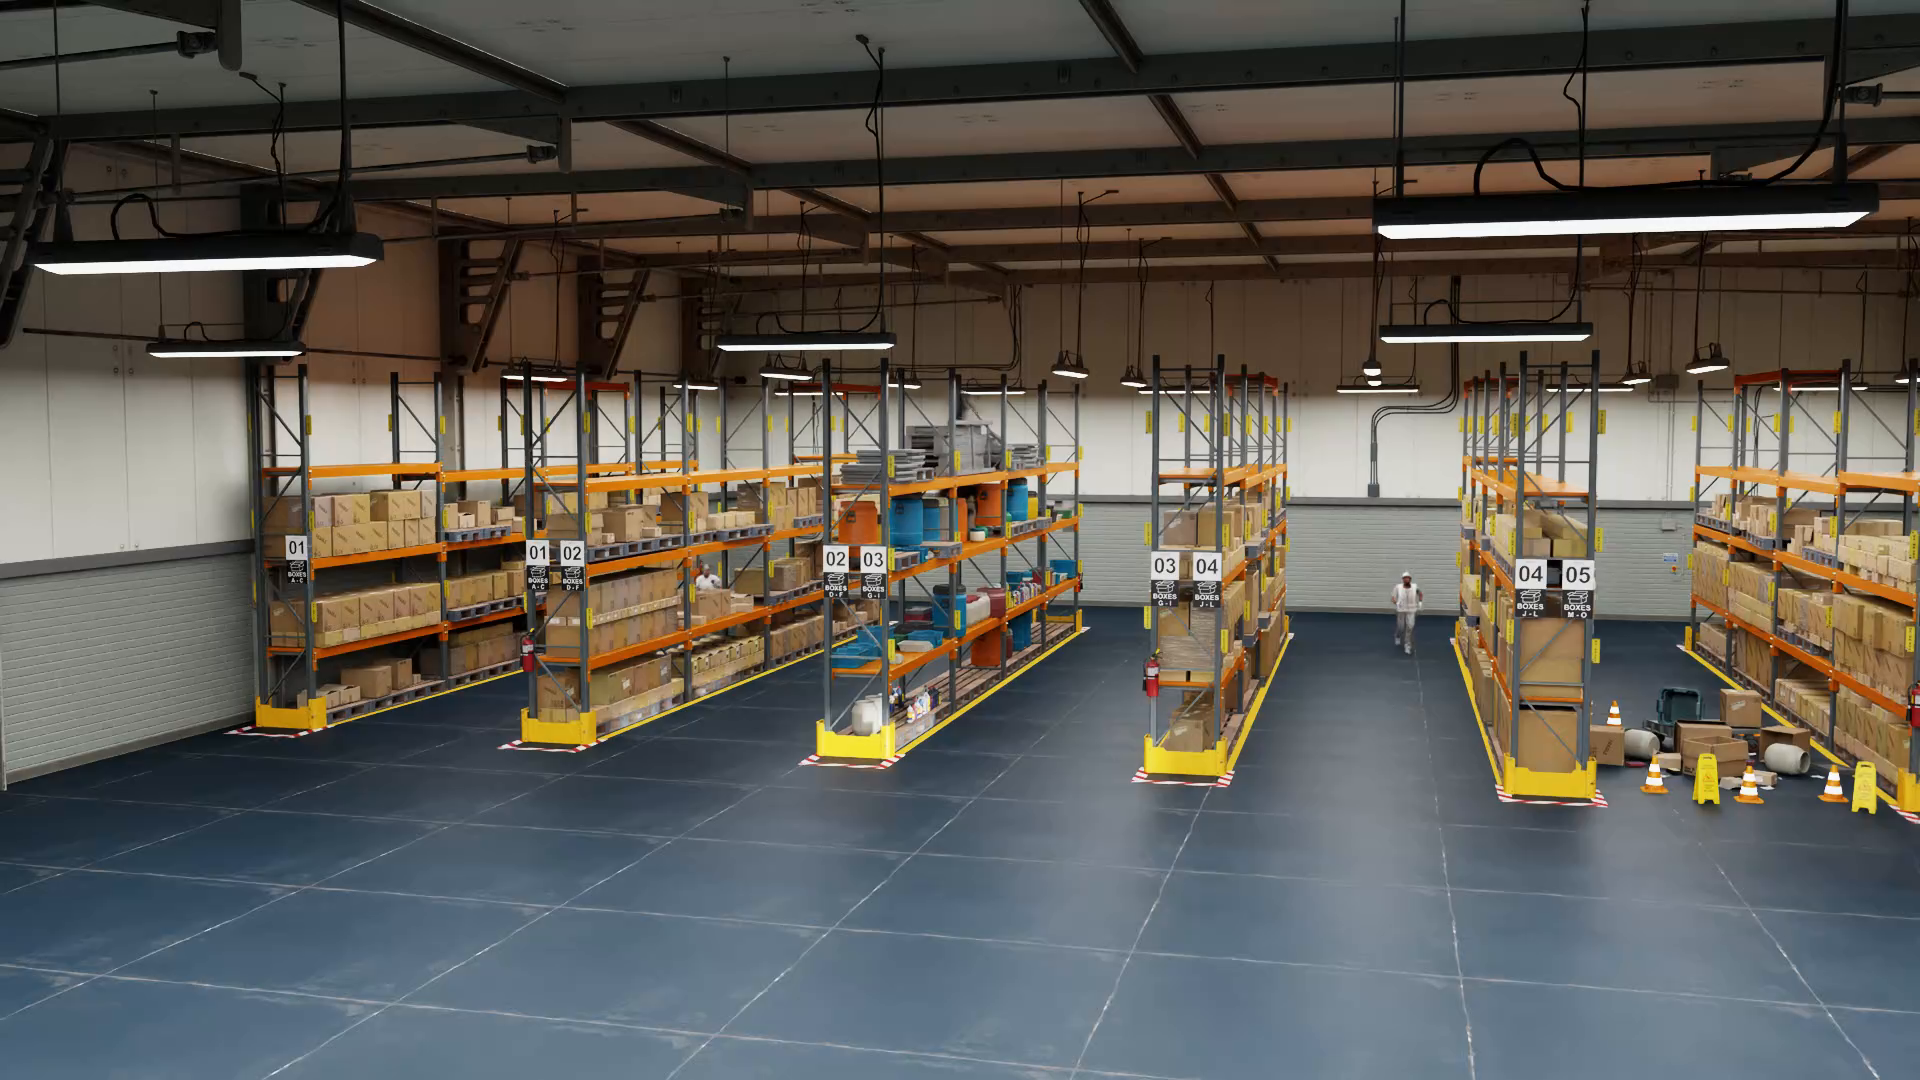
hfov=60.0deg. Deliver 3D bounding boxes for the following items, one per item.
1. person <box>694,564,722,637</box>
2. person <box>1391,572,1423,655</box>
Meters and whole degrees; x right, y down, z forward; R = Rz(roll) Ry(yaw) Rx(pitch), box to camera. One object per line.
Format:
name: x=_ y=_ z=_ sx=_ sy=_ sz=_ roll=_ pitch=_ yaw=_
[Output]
person: x=-5.968 y=1.429 z=39.195 sx=0.667 sy=1.749 sz=0.577 roll=0 pitch=4 yaw=3
person: x=9.865 y=1.592 z=36.717 sx=0.691 sy=1.782 sz=0.930 roll=1 pitch=4 yaw=11
